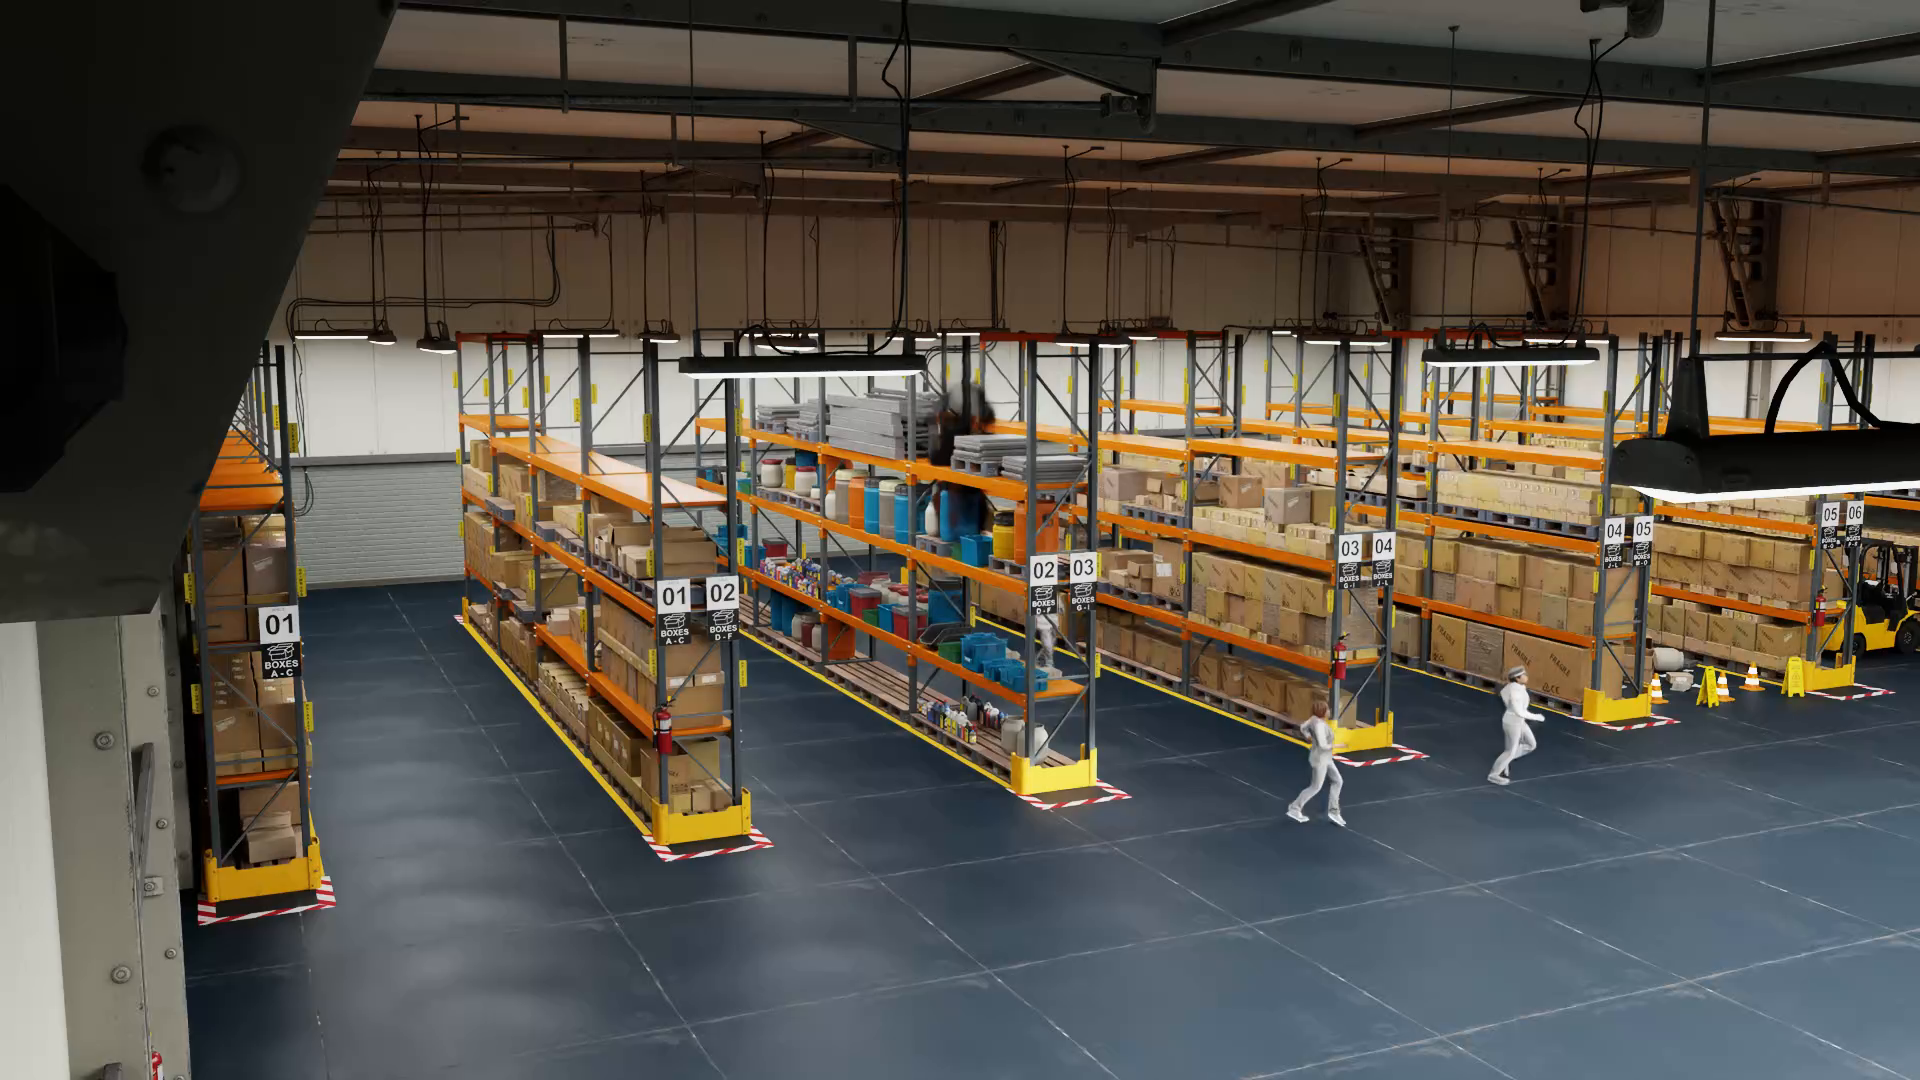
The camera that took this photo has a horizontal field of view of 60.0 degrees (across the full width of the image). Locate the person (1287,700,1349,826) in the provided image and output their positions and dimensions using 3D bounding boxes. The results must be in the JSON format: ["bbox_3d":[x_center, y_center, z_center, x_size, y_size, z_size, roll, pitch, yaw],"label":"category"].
[{"bbox_3d":[4.464,2.775,20.705,0.730,1.620,0.541,1,8,10],"label":"person"}]

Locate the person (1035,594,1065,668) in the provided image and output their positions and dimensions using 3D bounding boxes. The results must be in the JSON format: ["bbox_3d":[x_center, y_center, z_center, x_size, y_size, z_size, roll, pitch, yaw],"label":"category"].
[{"bbox_3d":[1.526,1.533,28.848,0.679,1.777,0.986,-5,9,-35],"label":"person"}]

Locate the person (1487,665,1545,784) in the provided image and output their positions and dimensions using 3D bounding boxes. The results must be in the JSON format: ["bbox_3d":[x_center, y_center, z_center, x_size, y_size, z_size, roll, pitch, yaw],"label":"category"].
[{"bbox_3d":[7.542,2.481,22.507,0.702,1.650,0.646,3,8,21],"label":"person"}]
